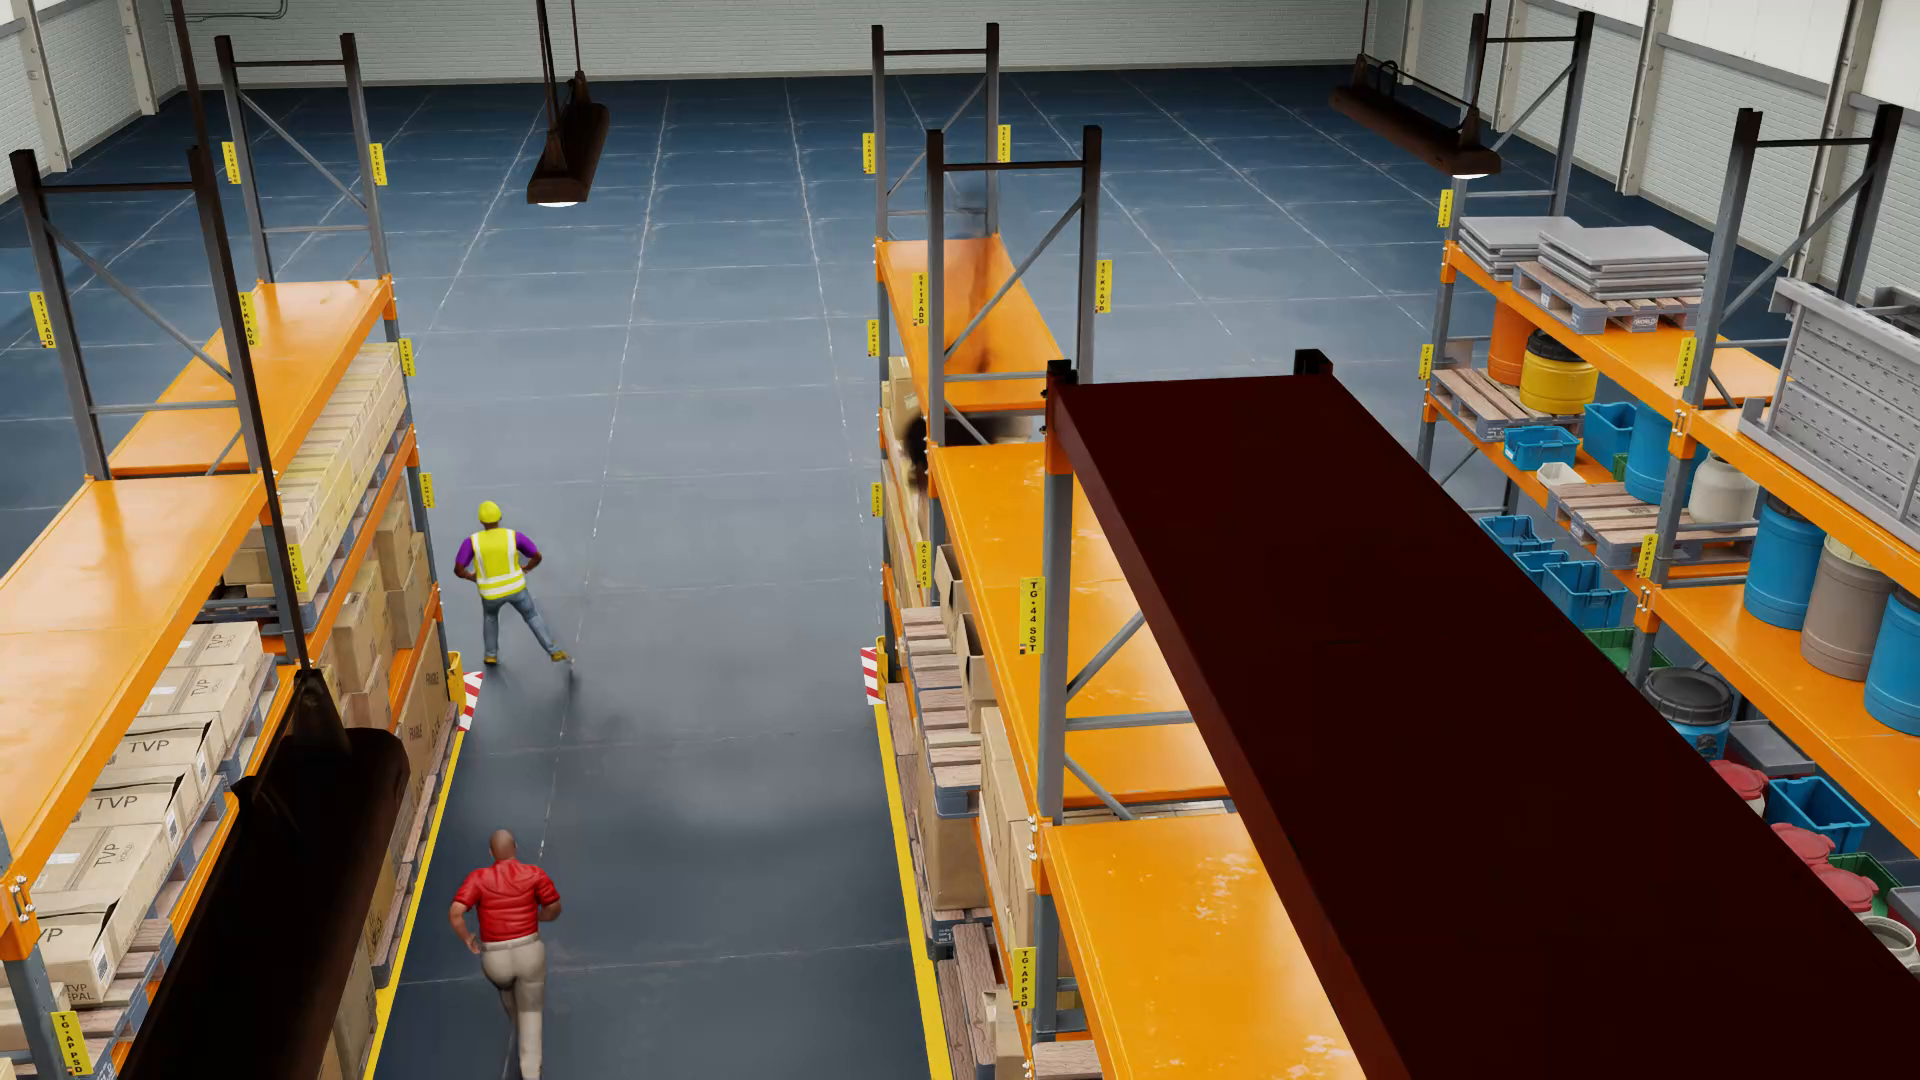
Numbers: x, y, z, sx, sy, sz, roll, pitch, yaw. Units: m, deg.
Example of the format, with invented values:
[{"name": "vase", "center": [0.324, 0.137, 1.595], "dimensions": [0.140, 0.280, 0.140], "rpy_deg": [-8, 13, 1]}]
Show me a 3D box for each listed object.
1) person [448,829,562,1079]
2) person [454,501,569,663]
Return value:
[{"name": "person", "center": [-2.887, 2.810, 10.766], "dimensions": [0.702, 1.693, 1.019], "rpy_deg": [-7, 26, -14]}, {"name": "person", "center": [-4.243, 0.460, 15.573], "dimensions": [0.915, 1.761, 0.744], "rpy_deg": [-11, 28, -22]}]
